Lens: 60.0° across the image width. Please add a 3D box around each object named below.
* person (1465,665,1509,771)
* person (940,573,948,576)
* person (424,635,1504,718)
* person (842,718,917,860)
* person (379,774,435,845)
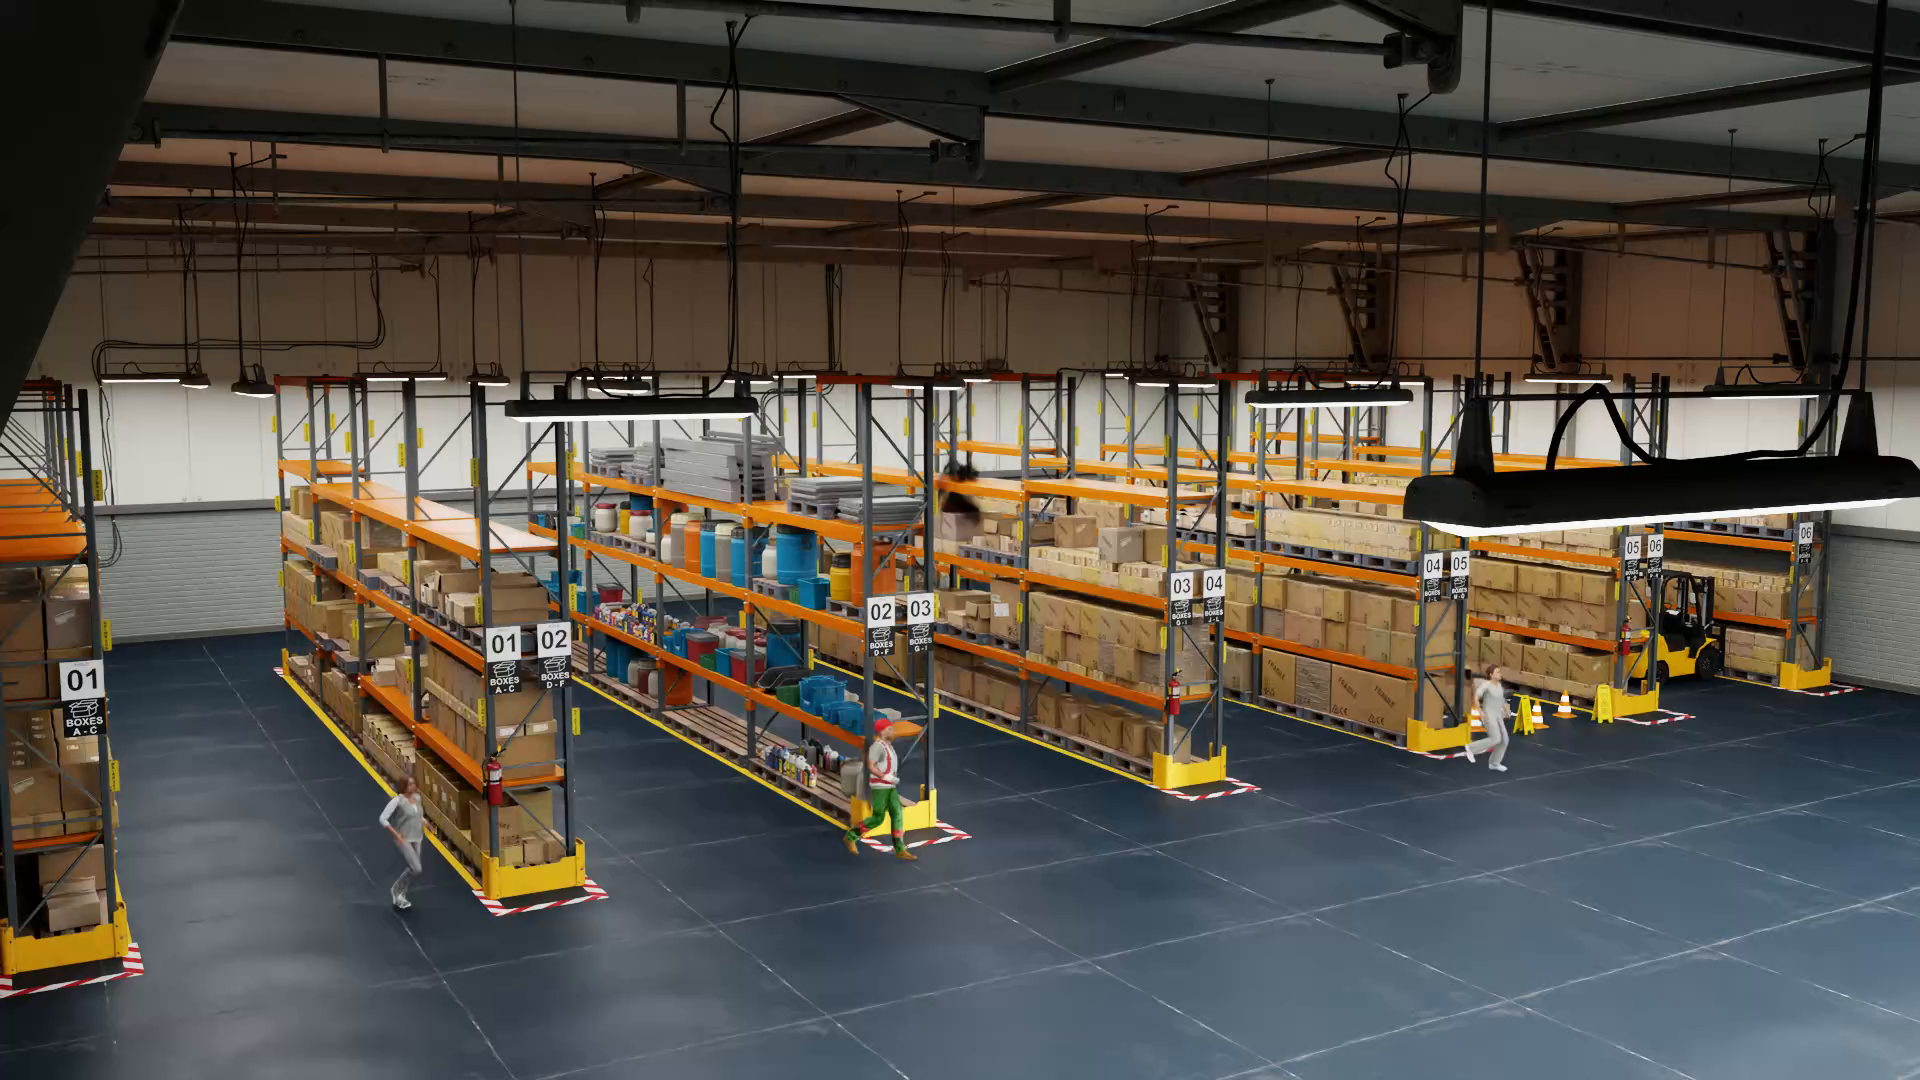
[{"bbox_3d":[8.206,2.733,25.675,0.636,1.620,0.594,-6,9,-44],"label":"person"},{"bbox_3d":[-0.395,0.971,42.284,0.851,1.509,0.753,0,6,4],"label":"person"},{"bbox_3d":[-1.112,2.281,29.233,10.322,1.739,17.796,-5,8,-40],"label":"person"},{"bbox_3d":[-5.569,2.511,26.842,13.055,1.745,9.179,2,7,16],"label":"person"},{"bbox_3d":[-6.282,3.097,19.013,0.514,0.776,0.515,3,7,25],"label":"person"}]
